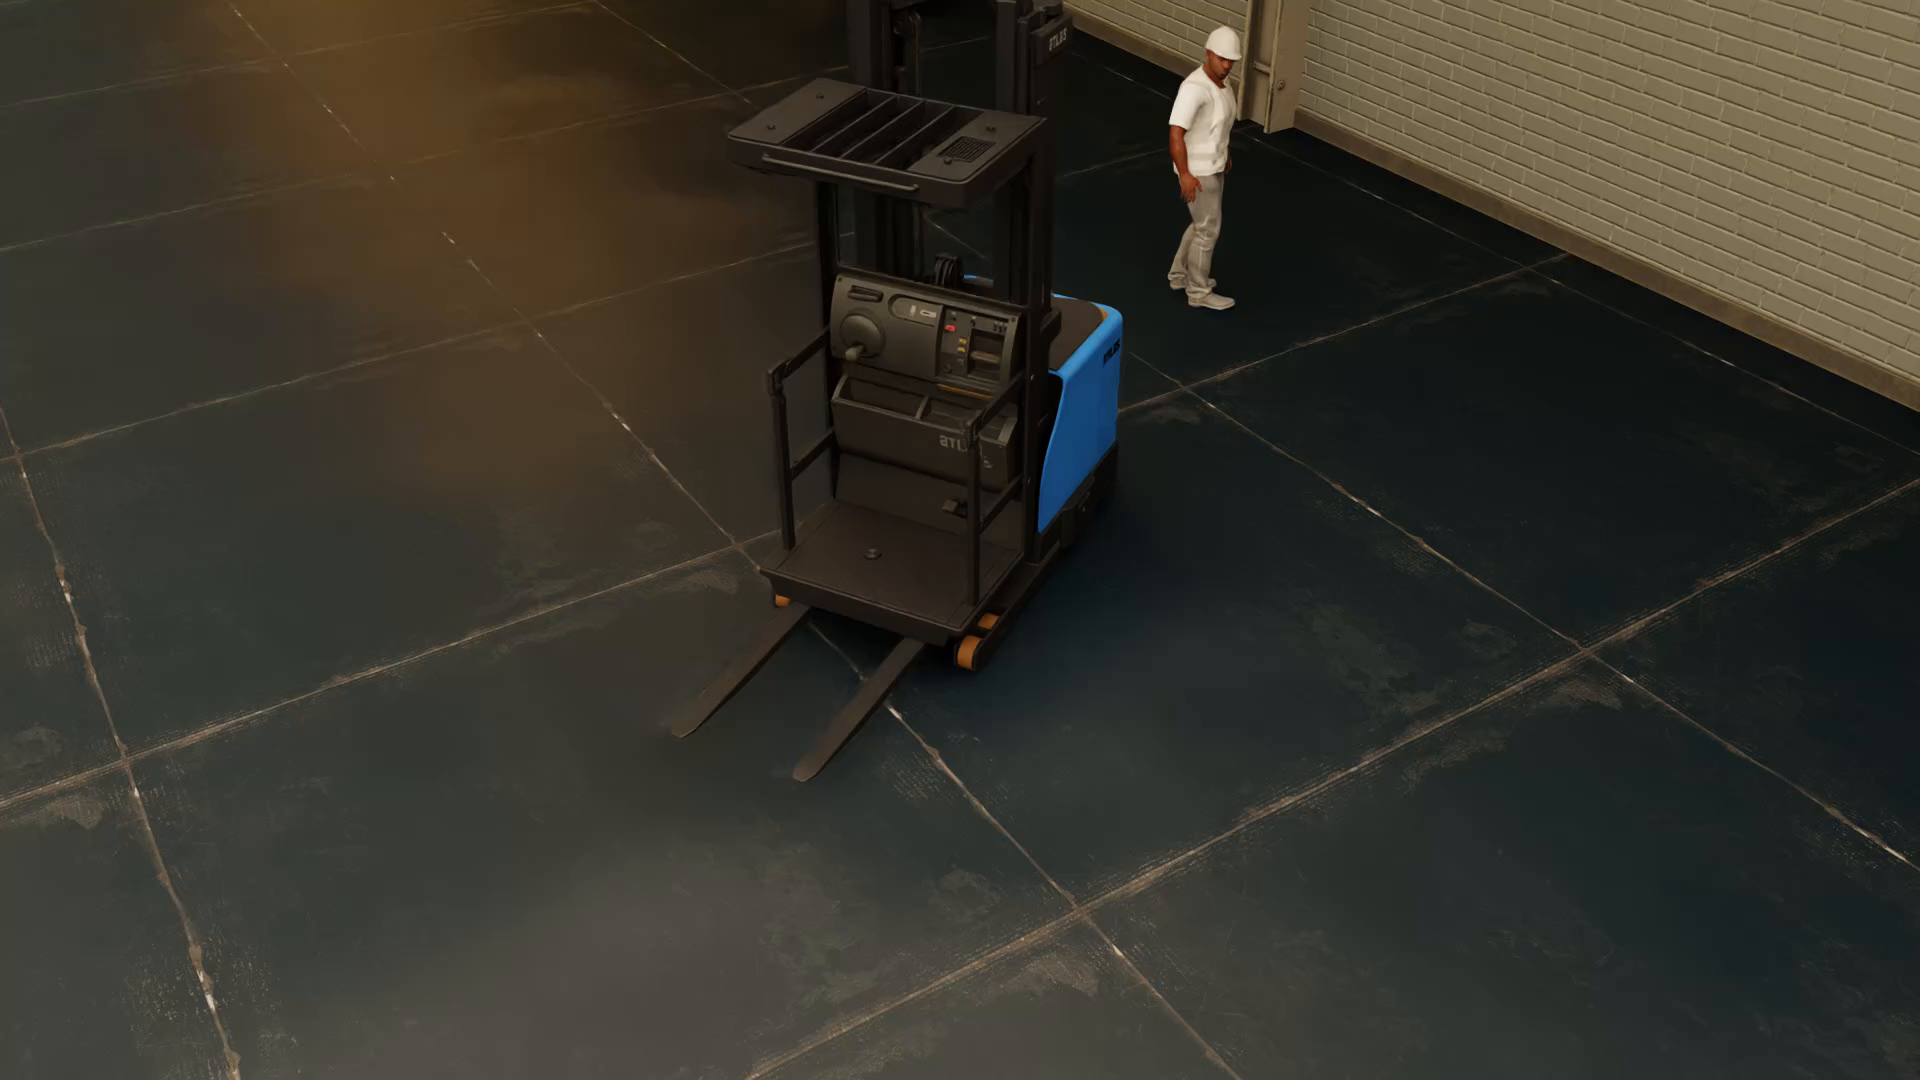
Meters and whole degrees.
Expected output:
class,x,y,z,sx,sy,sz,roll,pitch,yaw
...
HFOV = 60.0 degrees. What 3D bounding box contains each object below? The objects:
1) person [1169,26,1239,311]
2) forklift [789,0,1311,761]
class,x,y,z,sx,sy,sz,roll,pitch,yaw
person,1.549,-2.360,10.519,0.370,1.771,0.565,11,37,15
forklift,0.389,-0.907,7.439,1.130,2.935,3.031,-23,41,-29
